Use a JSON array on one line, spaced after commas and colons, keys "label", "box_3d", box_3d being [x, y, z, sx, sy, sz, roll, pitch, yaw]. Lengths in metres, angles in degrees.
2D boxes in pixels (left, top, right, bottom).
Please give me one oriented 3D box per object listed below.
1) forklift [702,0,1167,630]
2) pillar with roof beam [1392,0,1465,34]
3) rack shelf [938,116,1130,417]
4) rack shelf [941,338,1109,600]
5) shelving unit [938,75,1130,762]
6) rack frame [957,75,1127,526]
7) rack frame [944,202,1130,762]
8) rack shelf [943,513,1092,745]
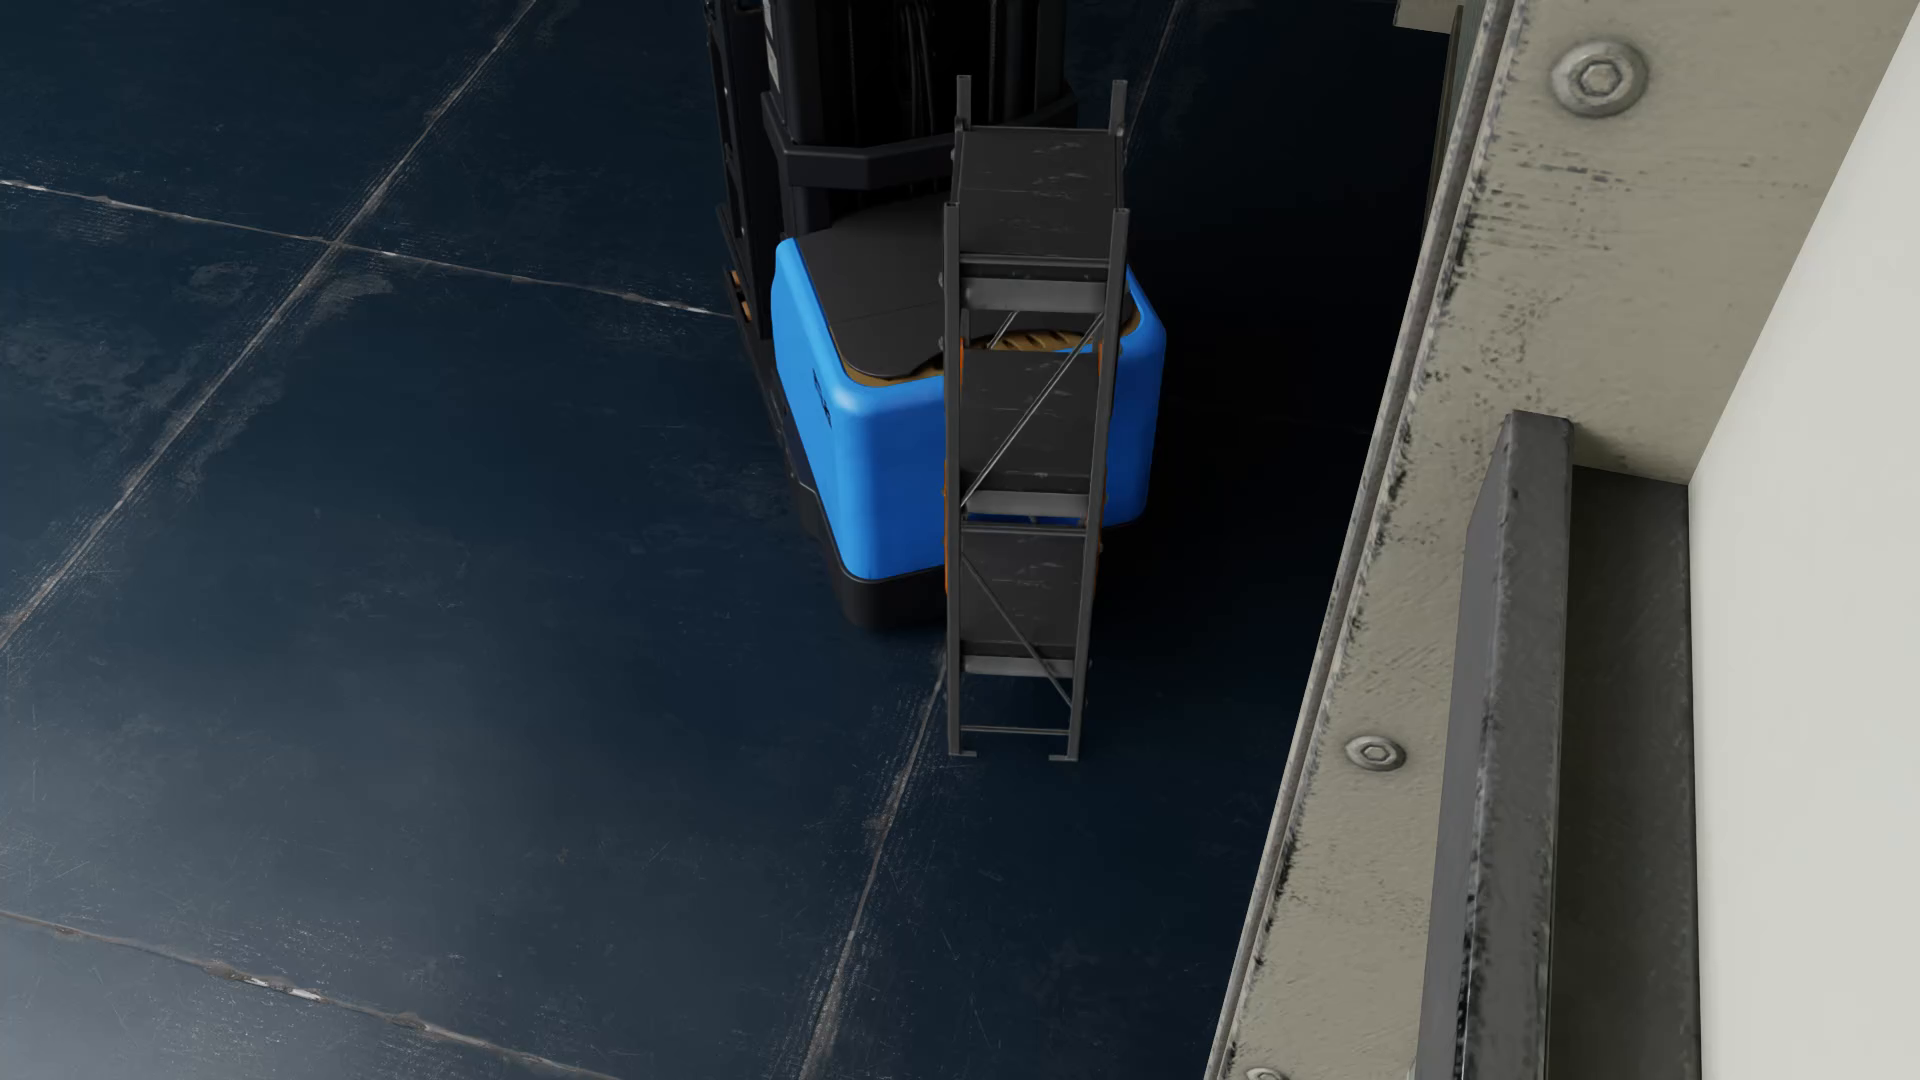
[{"label": "forklift", "box_3d": [-0.290, -1.809, 5.392, 1.130, 2.935, 3.031, -13, 50, -11]}, {"label": "pillar with roof beam", "box_3d": [-1.895, -6.388, 5.386, 9.100, 9.000, 0.400, 12, 50, 10]}, {"label": "rack shelf", "box_3d": [0.179, -0.658, 4.015, 0.431, 0.518, 0.480, 2, 49, 2]}, {"label": "rack shelf", "box_3d": [0.179, -0.195, 4.540, 0.431, 0.518, 0.480, 2, 49, 2]}, {"label": "shelving unit", "box_3d": [0.179, -0.204, 4.530, 0.431, 2.100, 0.503, 2, 49, 2]}, {"label": "rack frame", "box_3d": [0.193, -0.387, 4.691, 0.400, 2.100, 0.015, 2, 49, 2]}, {"label": "rack frame", "box_3d": [0.165, -0.021, 4.368, 0.400, 2.100, 0.015, 2, 49, 2]}, {"label": "rack shelf", "box_3d": [0.179, 0.268, 5.065, 0.431, 0.518, 0.480, 2, 49, 2]}]
